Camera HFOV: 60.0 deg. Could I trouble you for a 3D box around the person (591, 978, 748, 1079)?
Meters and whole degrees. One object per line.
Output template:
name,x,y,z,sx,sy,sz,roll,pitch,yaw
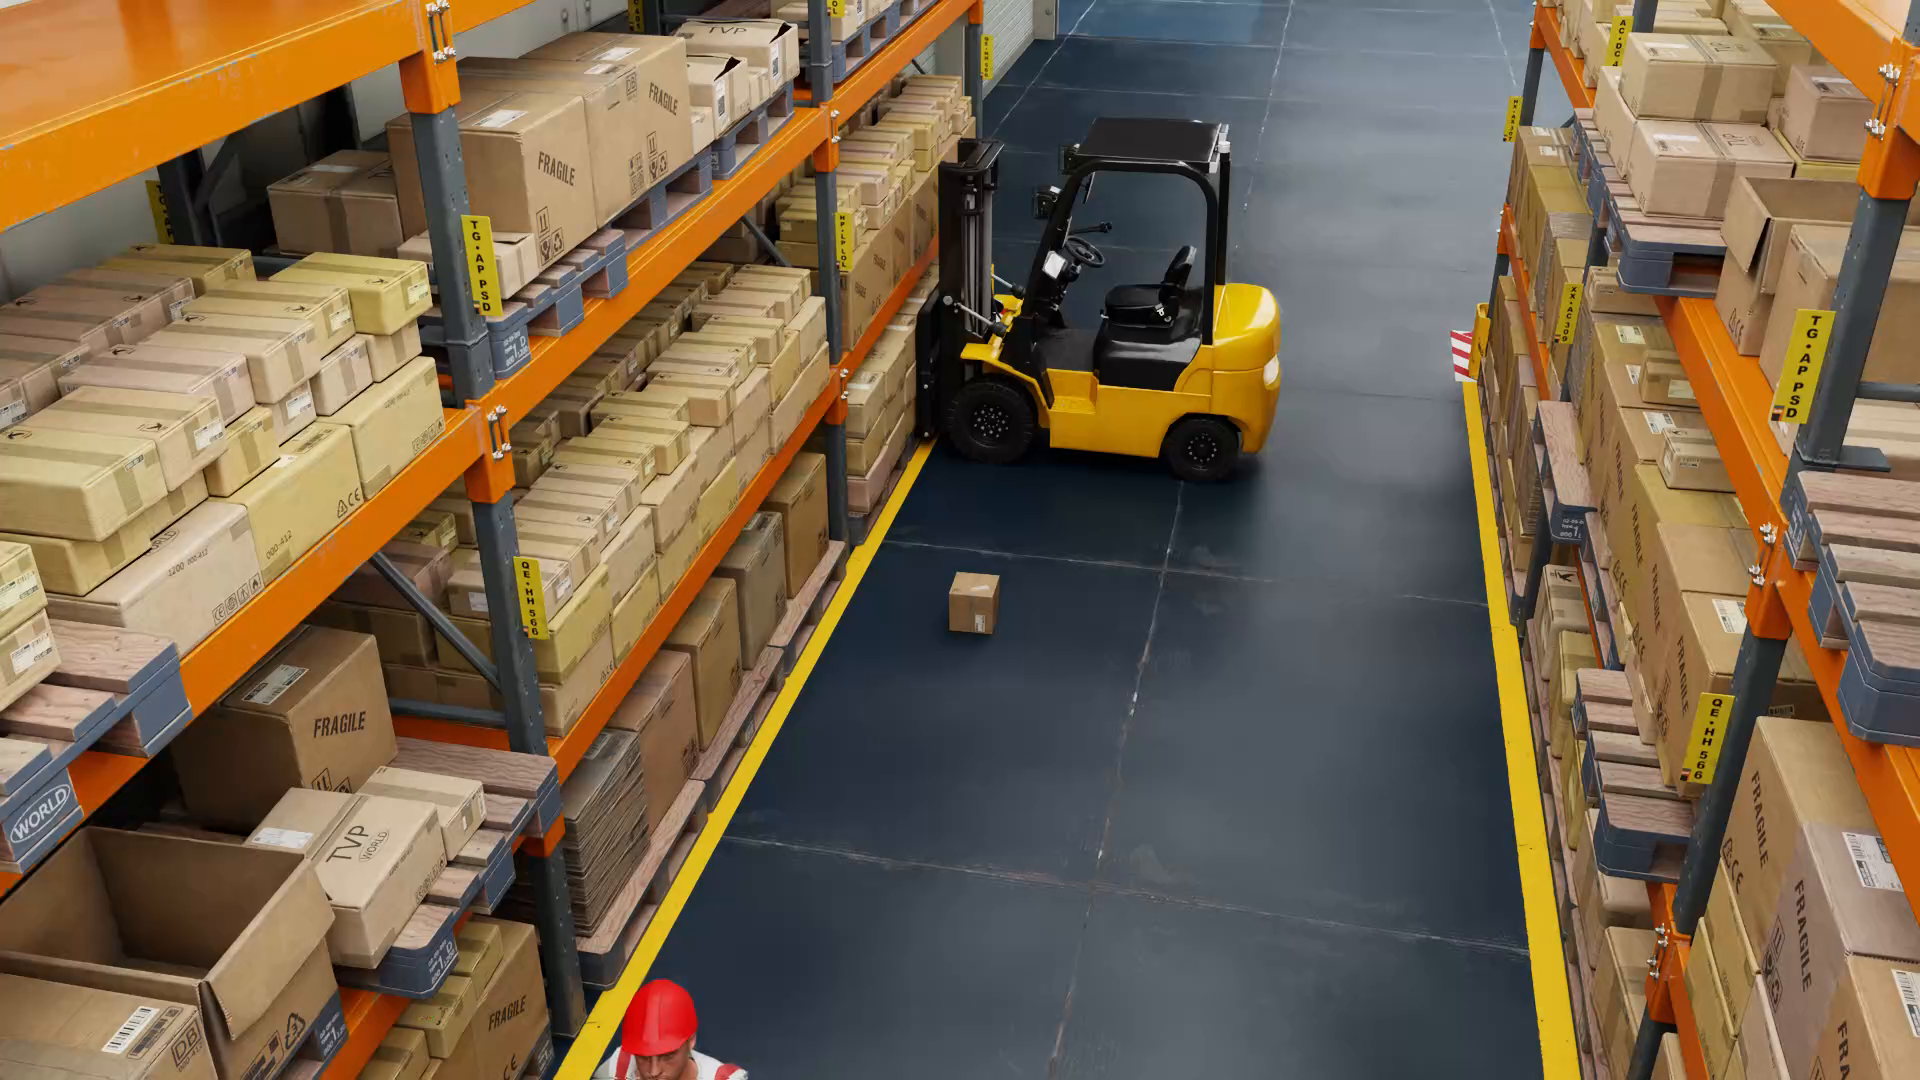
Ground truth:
person,-0.833,2.055,4.794,0.583,1.809,0.477,6,29,11
